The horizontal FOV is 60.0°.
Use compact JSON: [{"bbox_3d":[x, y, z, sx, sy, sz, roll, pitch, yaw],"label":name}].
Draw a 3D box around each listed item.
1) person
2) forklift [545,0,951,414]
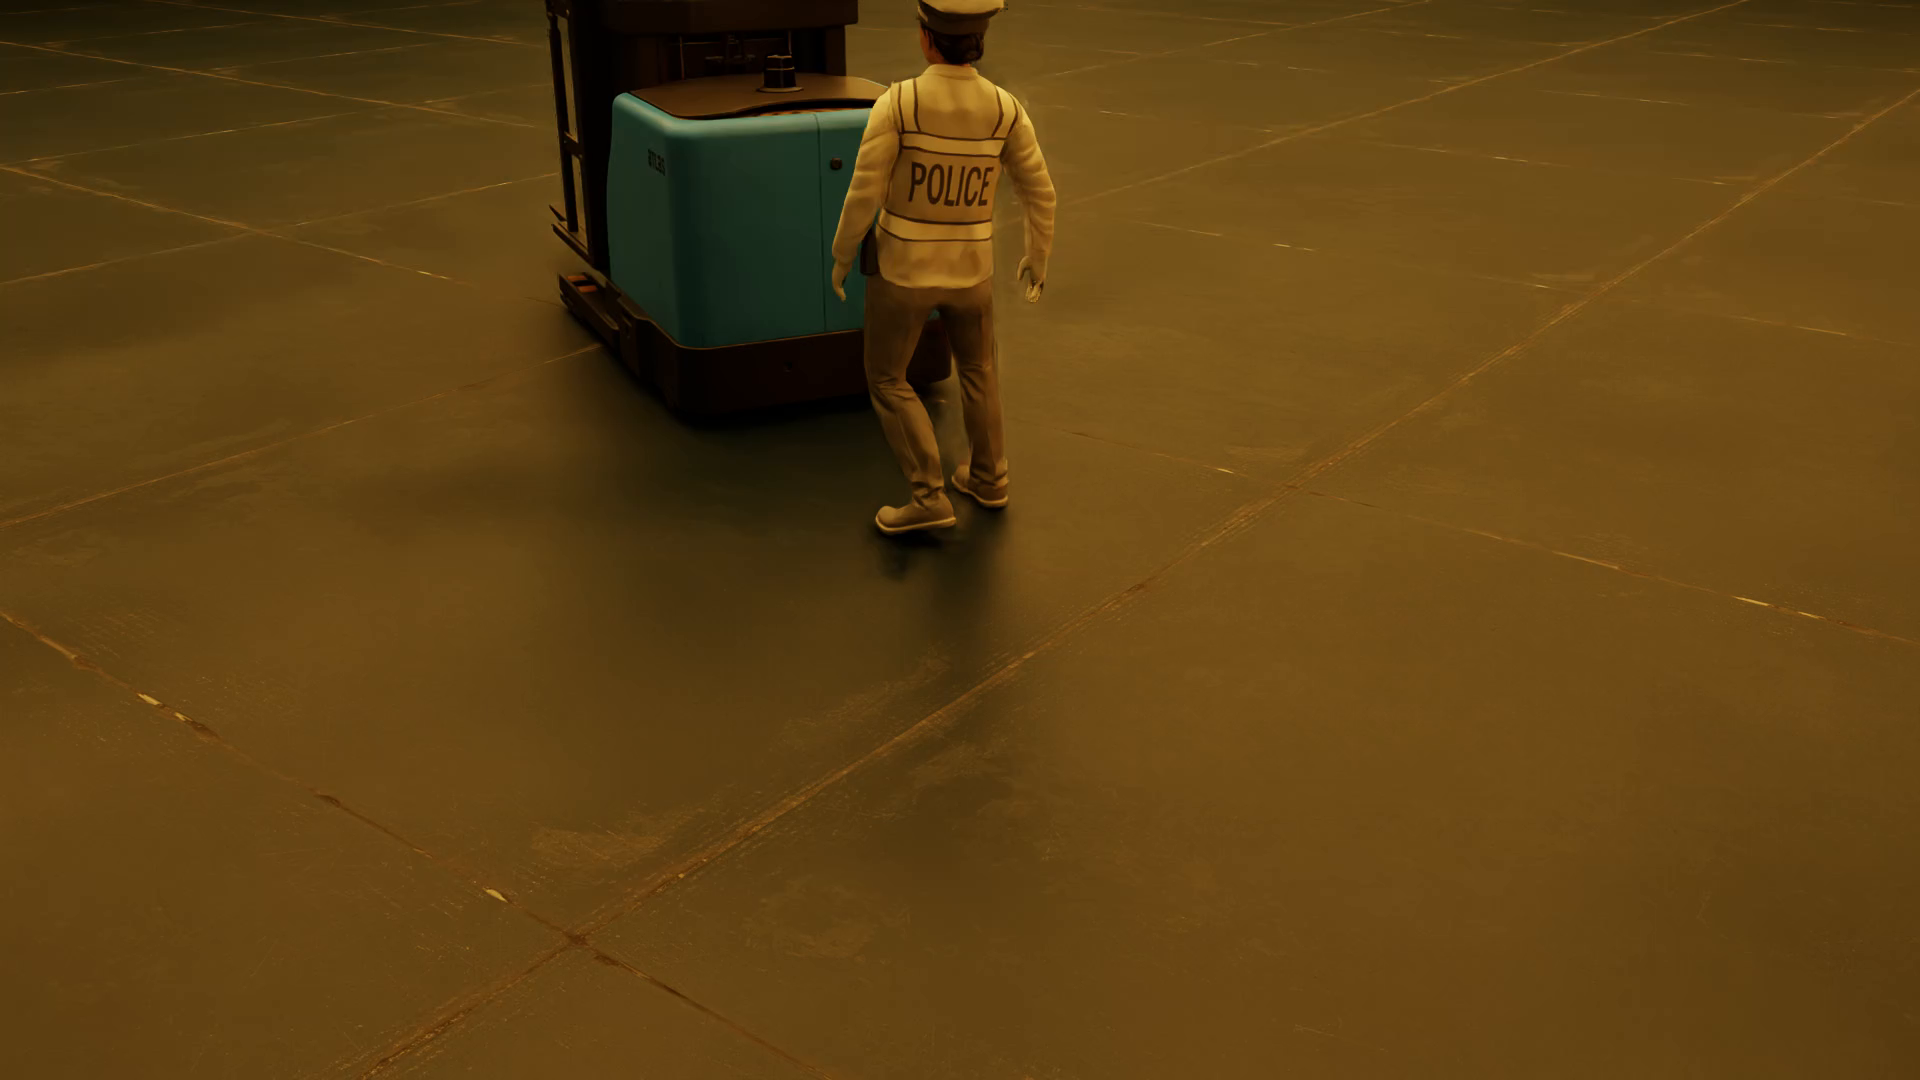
[{"bbox_3d":[-0.054,-0.816,4.847,0.671,1.628,0.569,-8,25,-17],"label":"person"},{"bbox_3d":[-1.114,-2.341,6.728,1.130,2.935,3.031,-10,26,-23],"label":"forklift"}]
